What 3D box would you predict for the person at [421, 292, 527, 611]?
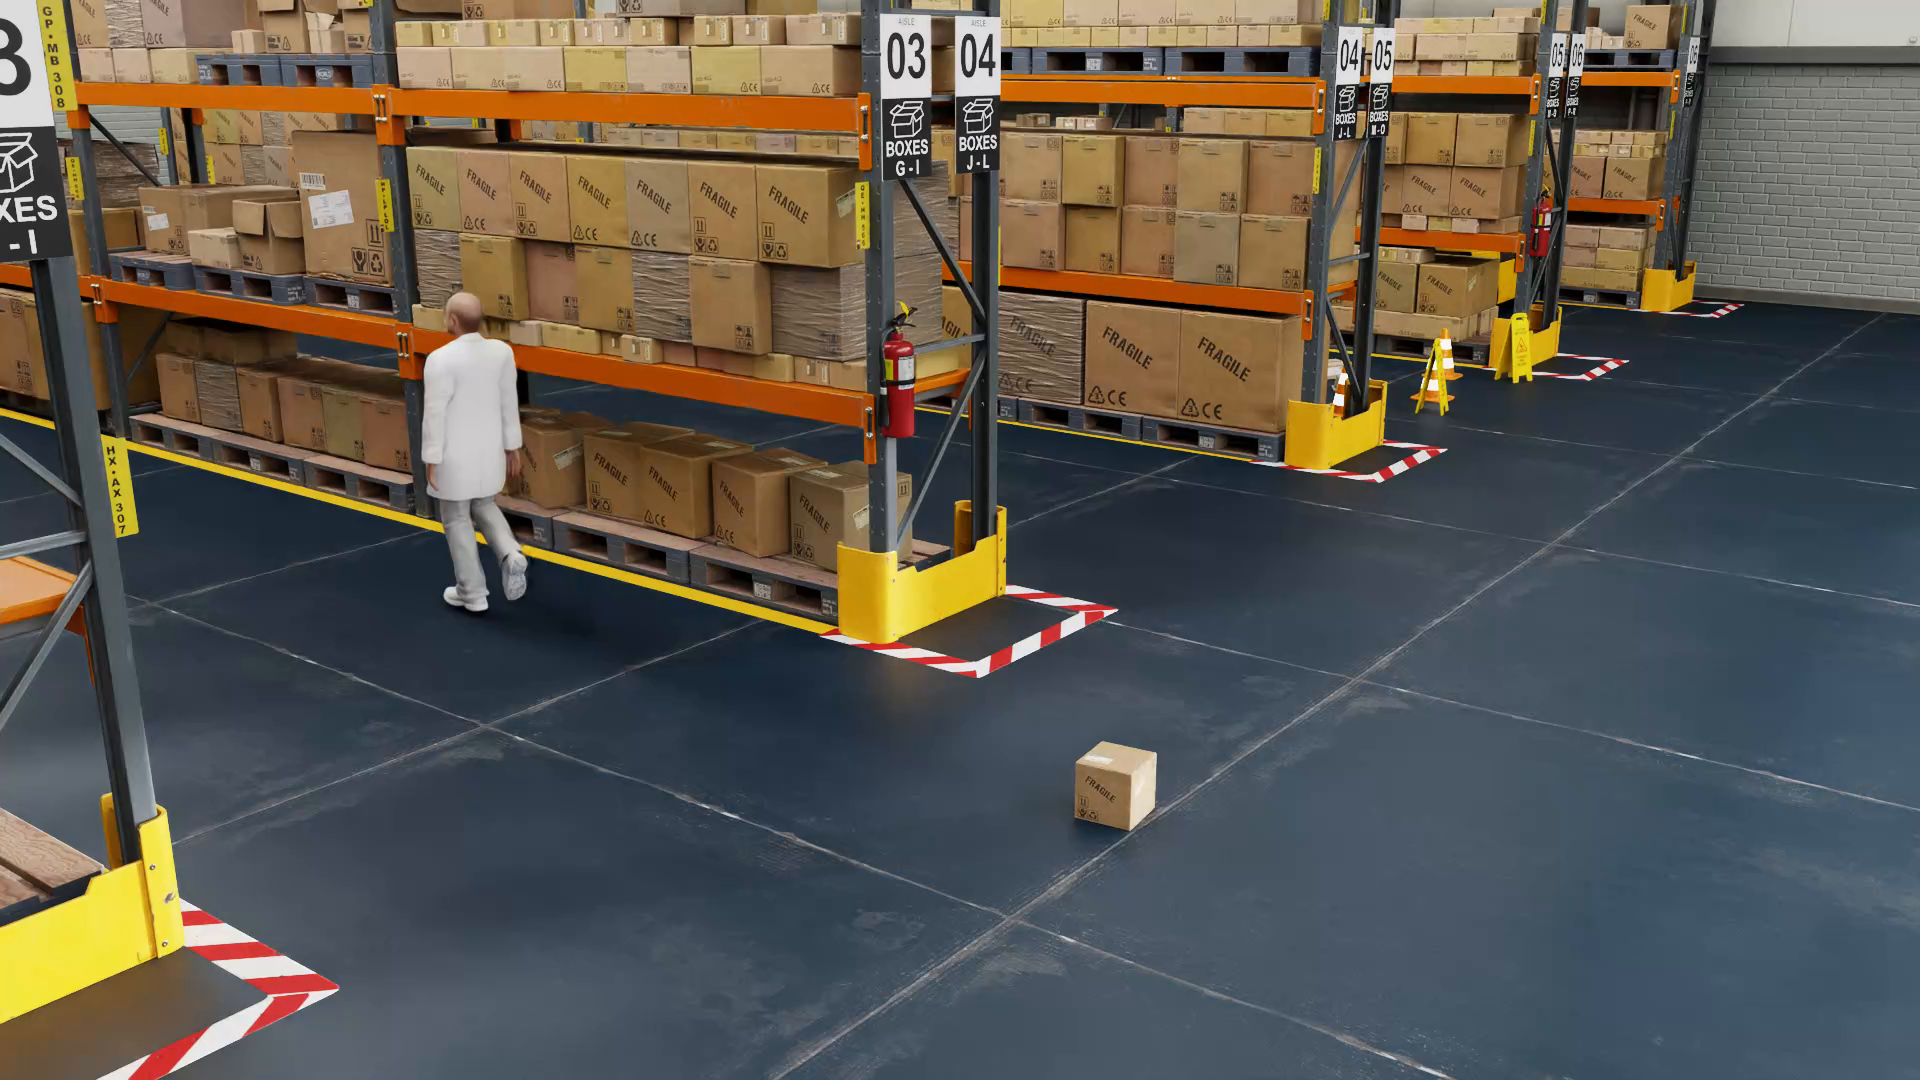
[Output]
[{"bbox_3d":[-2.673,-0.476,9.104,0.574,1.766,0.594,15,22,41],"label":"person"}]
